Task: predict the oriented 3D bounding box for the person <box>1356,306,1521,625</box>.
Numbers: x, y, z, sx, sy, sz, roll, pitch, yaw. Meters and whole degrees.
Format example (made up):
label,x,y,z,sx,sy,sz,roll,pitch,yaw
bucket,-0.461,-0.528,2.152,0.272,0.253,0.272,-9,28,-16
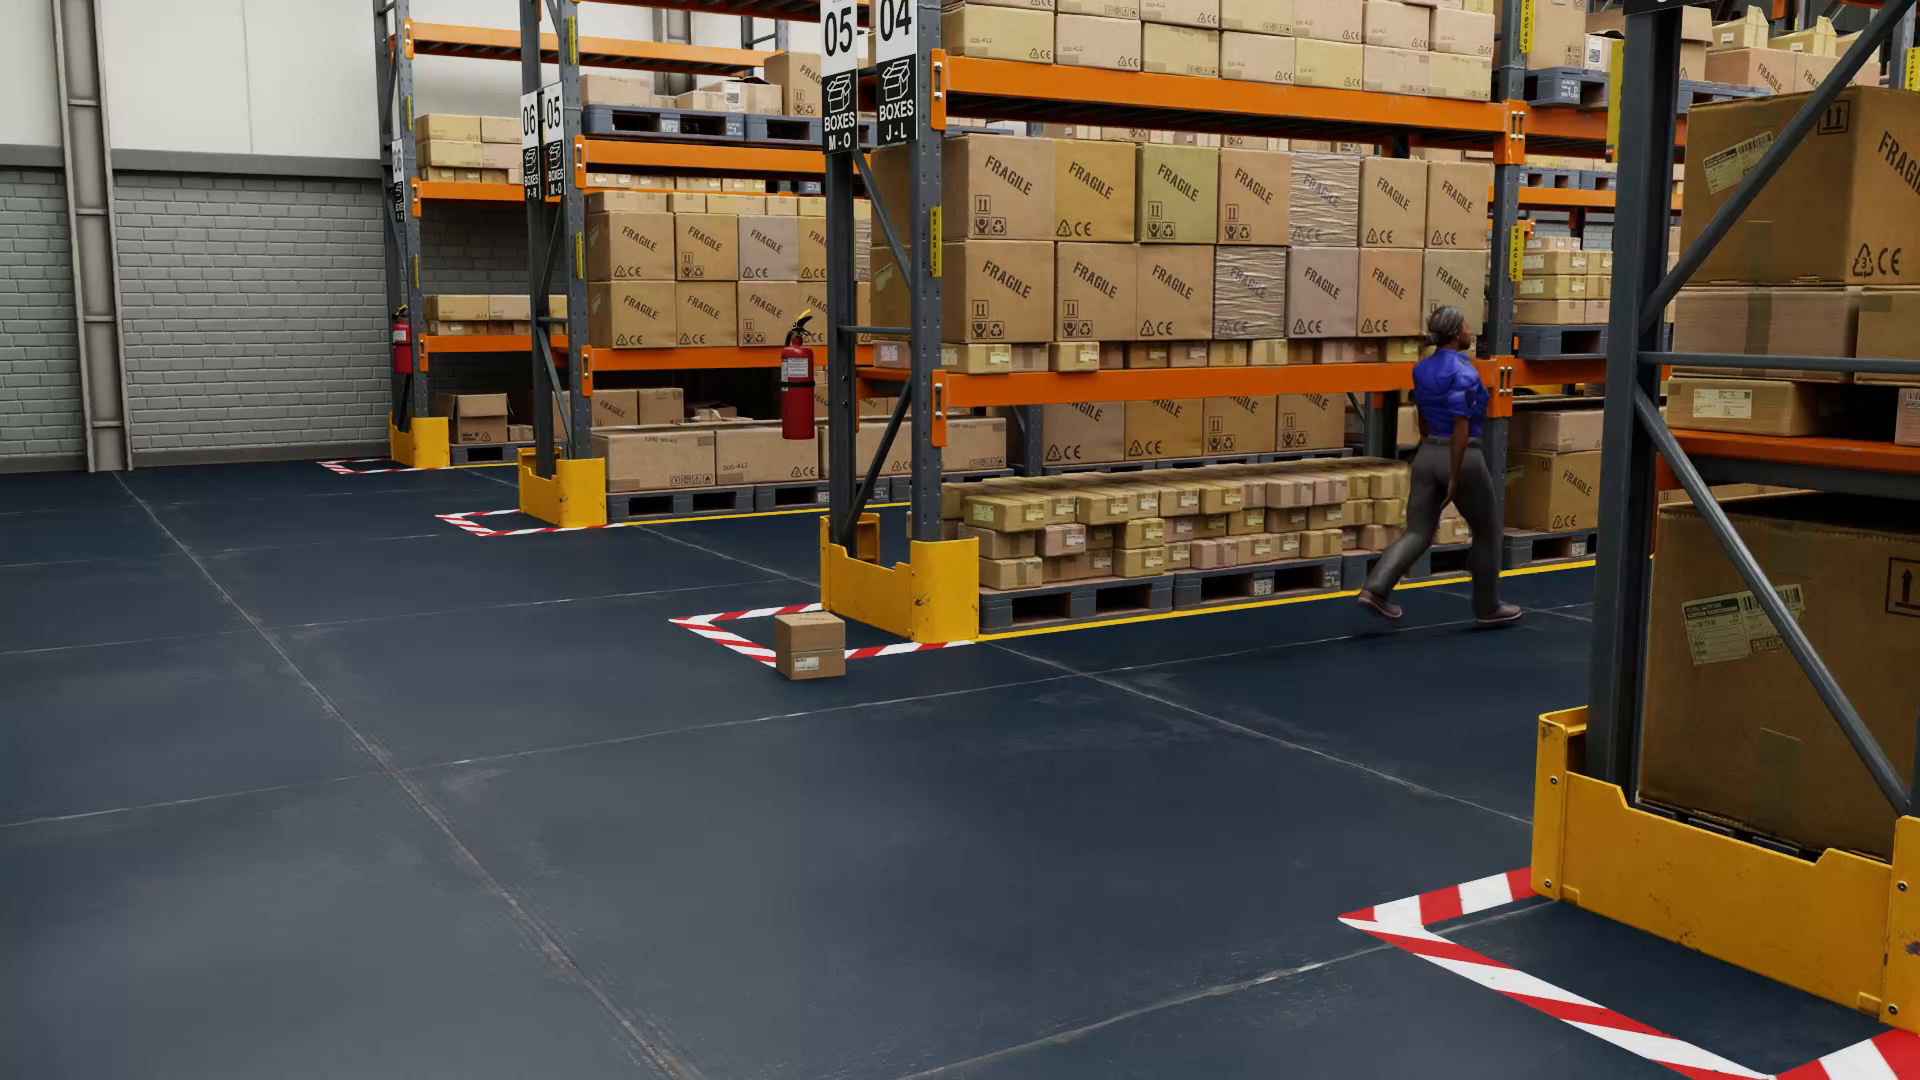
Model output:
label,x,y,z,sx,sy,sz,roll,pitch,yaw
person,2.428,-0.362,8.314,0.969,1.603,0.441,-5,10,-31
